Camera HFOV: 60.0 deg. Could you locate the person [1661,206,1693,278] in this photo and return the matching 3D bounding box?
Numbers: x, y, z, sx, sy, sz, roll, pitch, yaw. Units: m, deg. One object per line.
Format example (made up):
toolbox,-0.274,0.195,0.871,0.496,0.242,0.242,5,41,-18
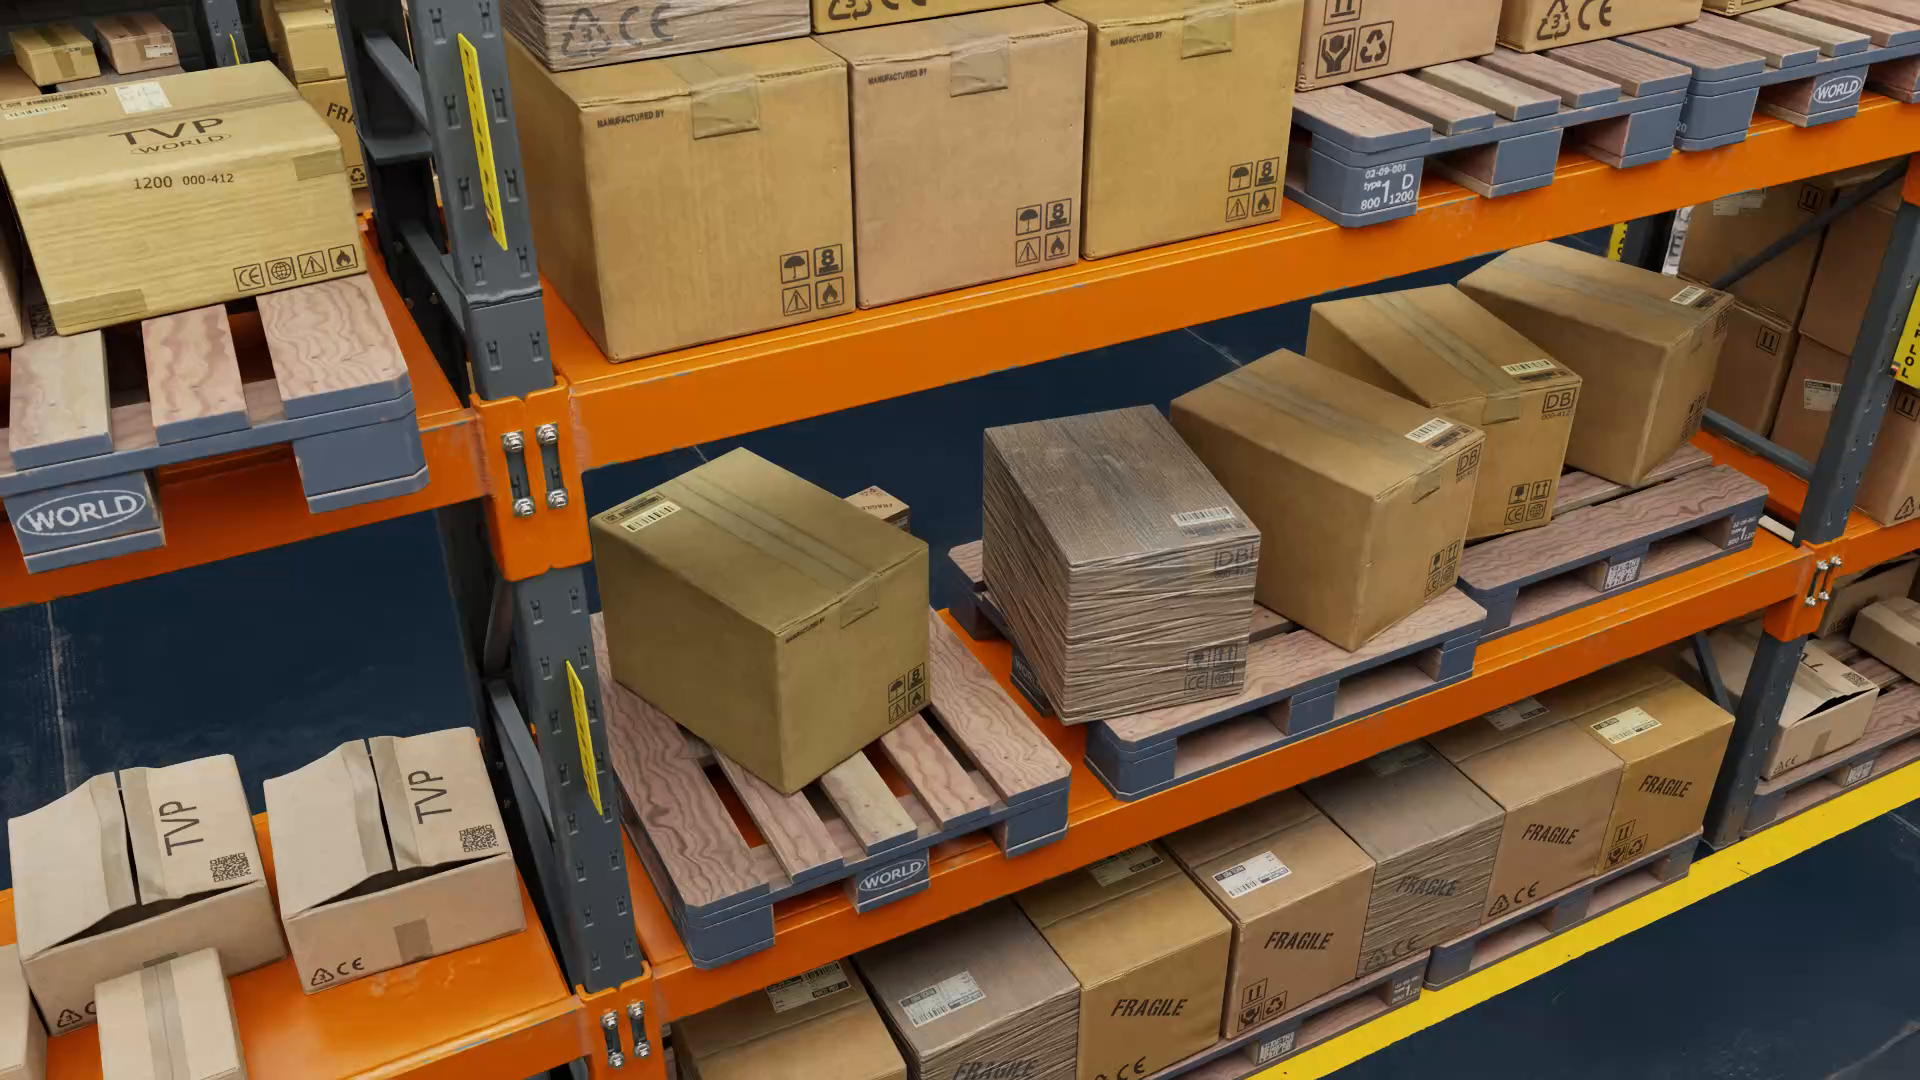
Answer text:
person,3.390,-1.170,7.931,0.479,1.820,0.544,-12,35,-18
